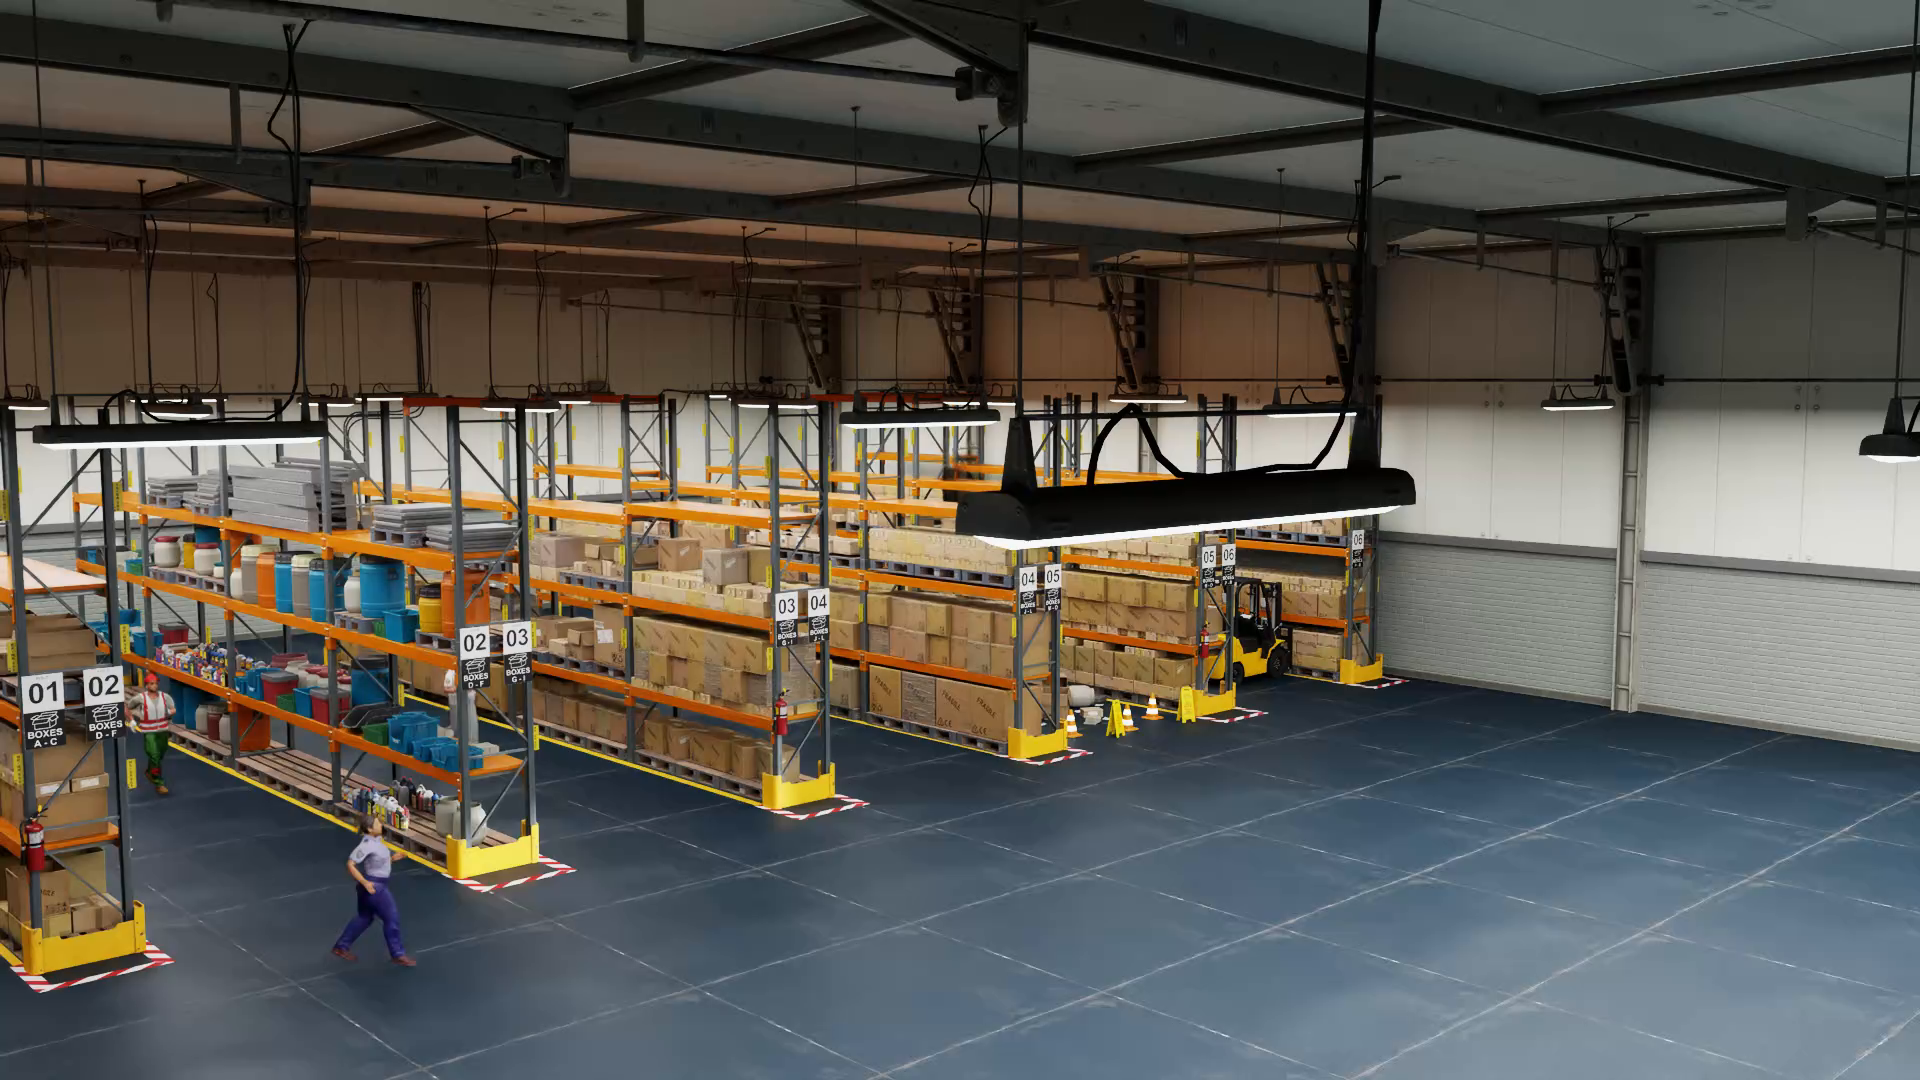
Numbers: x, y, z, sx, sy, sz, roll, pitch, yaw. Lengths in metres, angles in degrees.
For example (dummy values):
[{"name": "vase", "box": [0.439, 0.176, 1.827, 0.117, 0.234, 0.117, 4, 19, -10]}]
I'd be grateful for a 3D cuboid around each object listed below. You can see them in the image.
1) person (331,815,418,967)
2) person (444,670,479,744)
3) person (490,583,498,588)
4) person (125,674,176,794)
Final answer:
[{"name": "person", "box": [-6.308, 3.776, 17.865, 0.859, 1.680, 0.594, -2, 6, -21]}, {"name": "person", "box": [-8.340, 2.737, 27.826, 0.967, 1.791, 0.659, 4, 7, 35]}, {"name": "person", "box": [-10.804, 1.817, 38.350, 0.620, 1.663, 0.773, -1, 6, -10]}, {"name": "person", "box": [-12.358, 2.943, 25.511, 0.961, 1.781, 0.651, 5, 7, 40]}]
